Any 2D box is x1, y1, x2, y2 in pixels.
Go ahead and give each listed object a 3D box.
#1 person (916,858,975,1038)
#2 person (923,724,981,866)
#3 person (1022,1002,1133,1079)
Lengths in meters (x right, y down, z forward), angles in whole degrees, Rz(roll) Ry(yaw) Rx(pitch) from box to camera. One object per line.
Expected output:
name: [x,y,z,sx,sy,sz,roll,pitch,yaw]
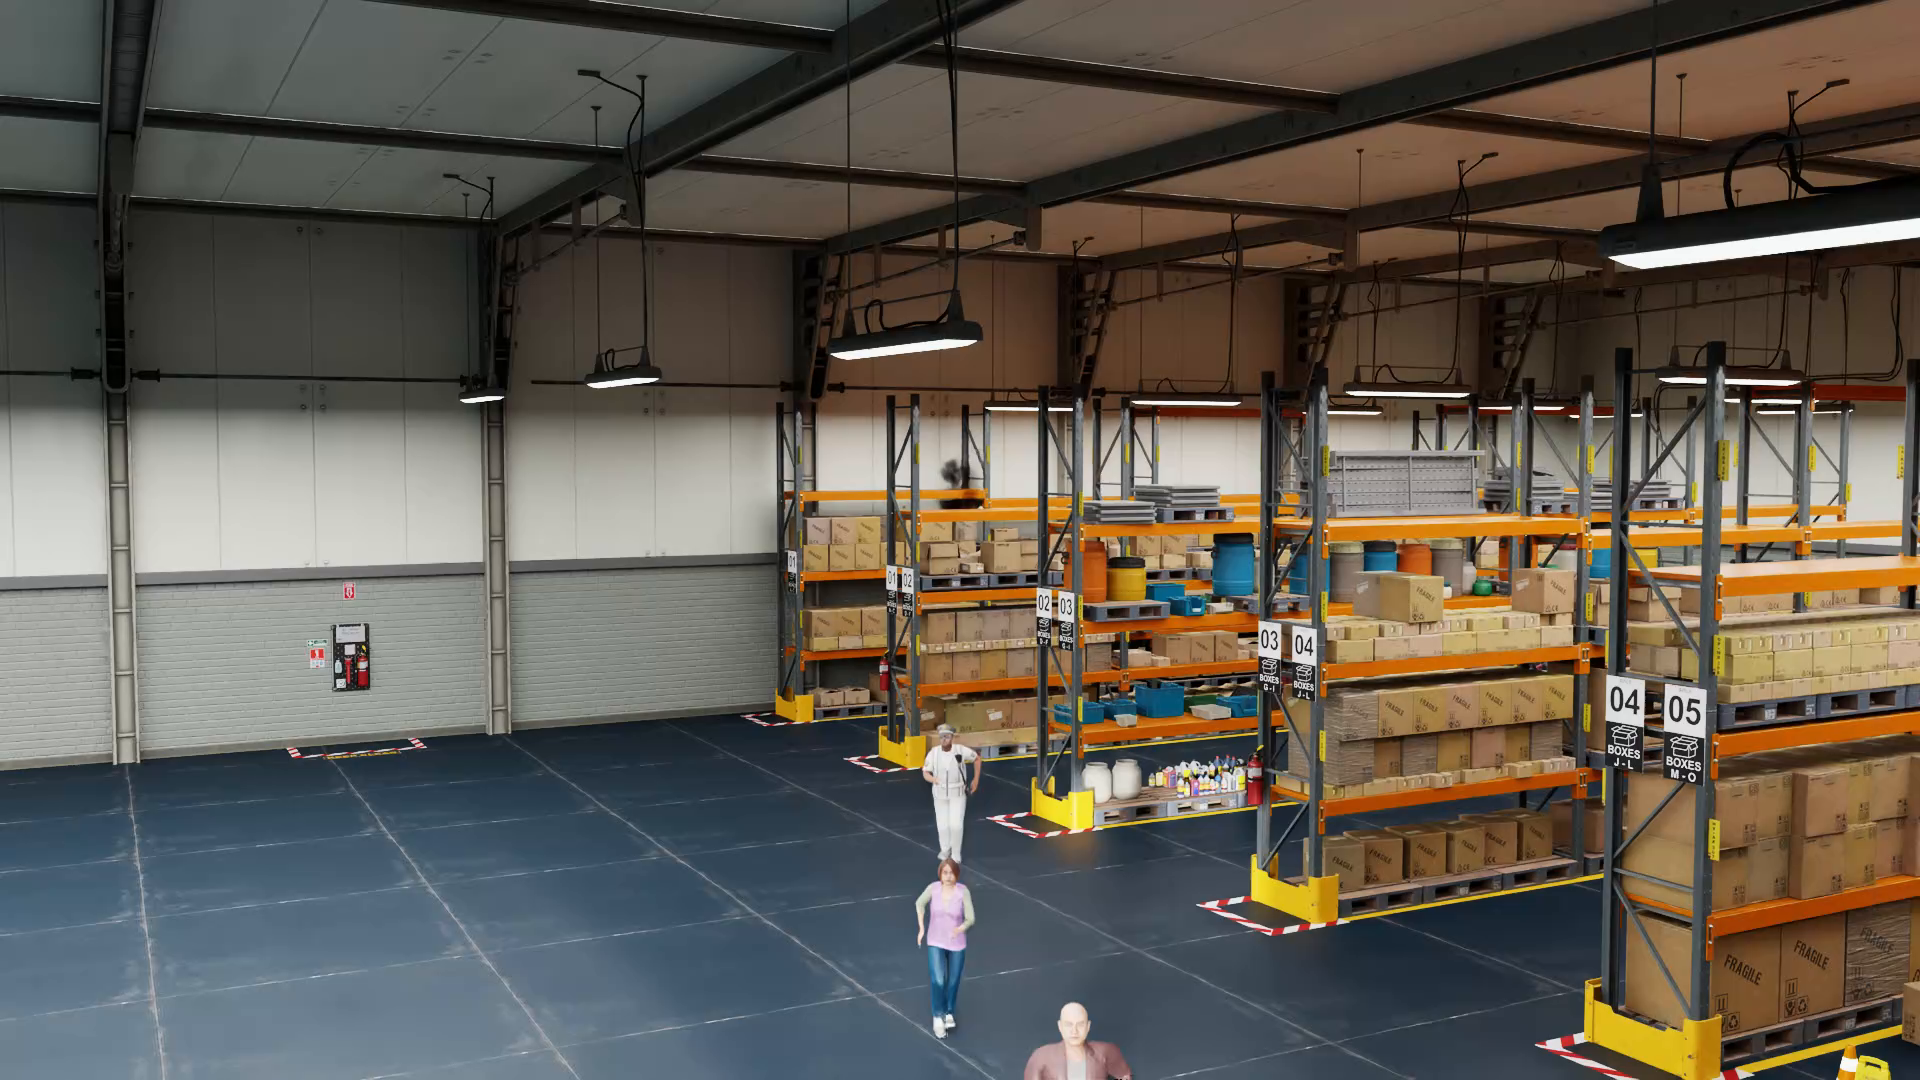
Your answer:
person: [-0.124,3.547,14.465,0.500,1.569,0.731,0,3,-4]
person: [-0.115,3.126,20.374,0.677,1.769,0.866,1,3,10]
person: [0.698,3.715,10.032,0.684,1.831,0.771,0,3,5]
